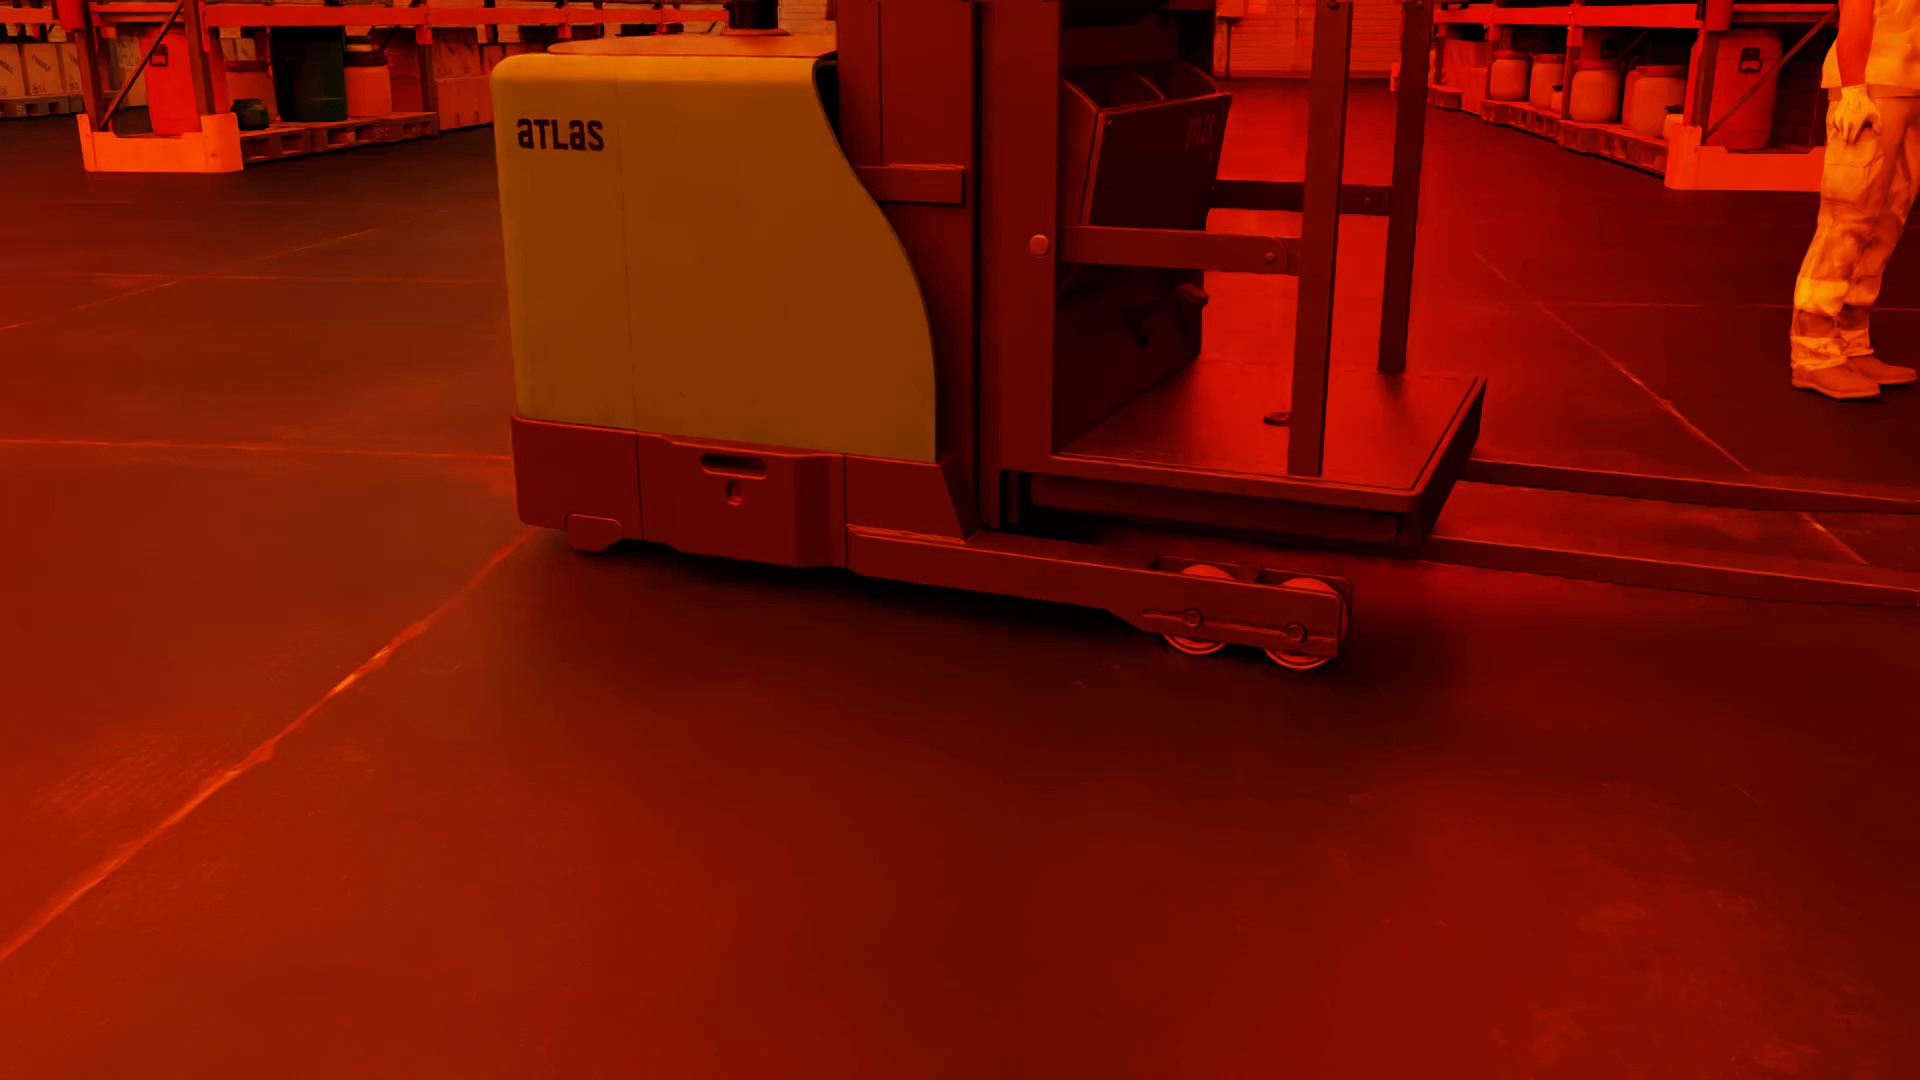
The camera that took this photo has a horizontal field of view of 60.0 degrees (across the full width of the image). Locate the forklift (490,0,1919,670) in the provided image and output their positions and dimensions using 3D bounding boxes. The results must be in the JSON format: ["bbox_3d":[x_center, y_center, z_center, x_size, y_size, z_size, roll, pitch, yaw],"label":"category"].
[{"bbox_3d":[0.568,-1.340,3.202,3.031,2.935,1.130,7,19,22],"label":"forklift"}]

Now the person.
[{"bbox_3d":[2.892,-1.359,5.160,0.535,1.795,0.372,-14,22,-38],"label":"person"}]
